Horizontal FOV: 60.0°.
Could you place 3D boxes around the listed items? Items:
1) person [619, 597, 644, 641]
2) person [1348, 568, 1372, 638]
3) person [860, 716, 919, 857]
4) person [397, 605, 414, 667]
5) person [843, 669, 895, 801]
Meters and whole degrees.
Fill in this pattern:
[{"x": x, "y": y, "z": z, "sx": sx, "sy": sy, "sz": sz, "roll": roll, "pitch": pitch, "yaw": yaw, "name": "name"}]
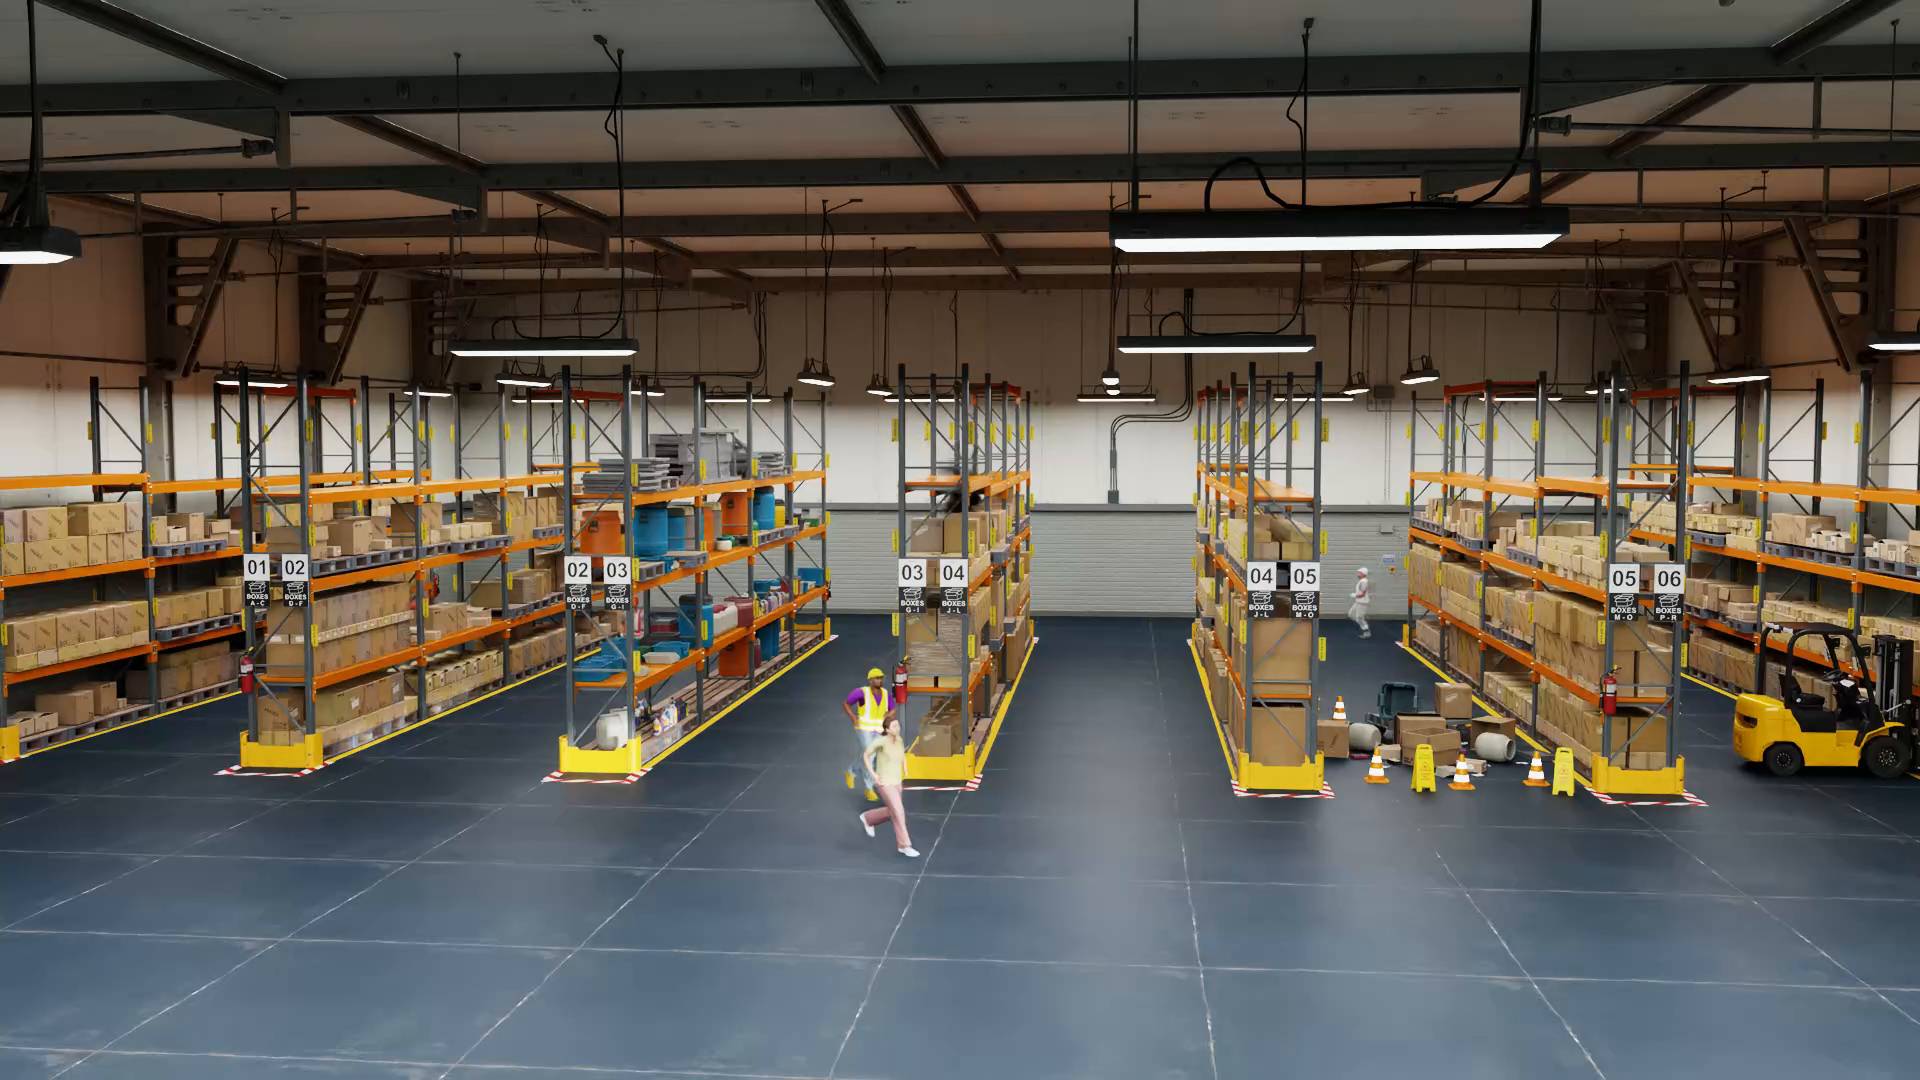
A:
[{"x": -6.509, "y": 1.995, "z": 33.273, "sx": 0.673, "sy": 1.751, "sz": 0.590, "roll": 0, "pitch": 4, "yaw": 2, "name": "person"}, {"x": 9.756, "y": 1.505, "z": 40.476, "sx": 0.584, "sy": 1.682, "sz": 0.658, "roll": 0, "pitch": 4, "yaw": 7, "name": "person"}, {"x": -0.857, "y": 2.915, "z": 19.848, "sx": 0.840, "sy": 1.655, "sz": 0.603, "roll": 3, "pitch": 5, "yaw": 42, "name": "person"}, {"x": -11.717, "y": 1.926, "z": 34.719, "sx": 0.638, "sy": 1.681, "sz": 0.586, "roll": 0, "pitch": 4, "yaw": 4, "name": "person"}, {"x": -1.228, "y": 2.651, "z": 23.111, "sx": 0.731, "sy": 1.753, "sz": 0.922, "roll": -2, "pitch": 4, "yaw": -34, "name": "person"}]
